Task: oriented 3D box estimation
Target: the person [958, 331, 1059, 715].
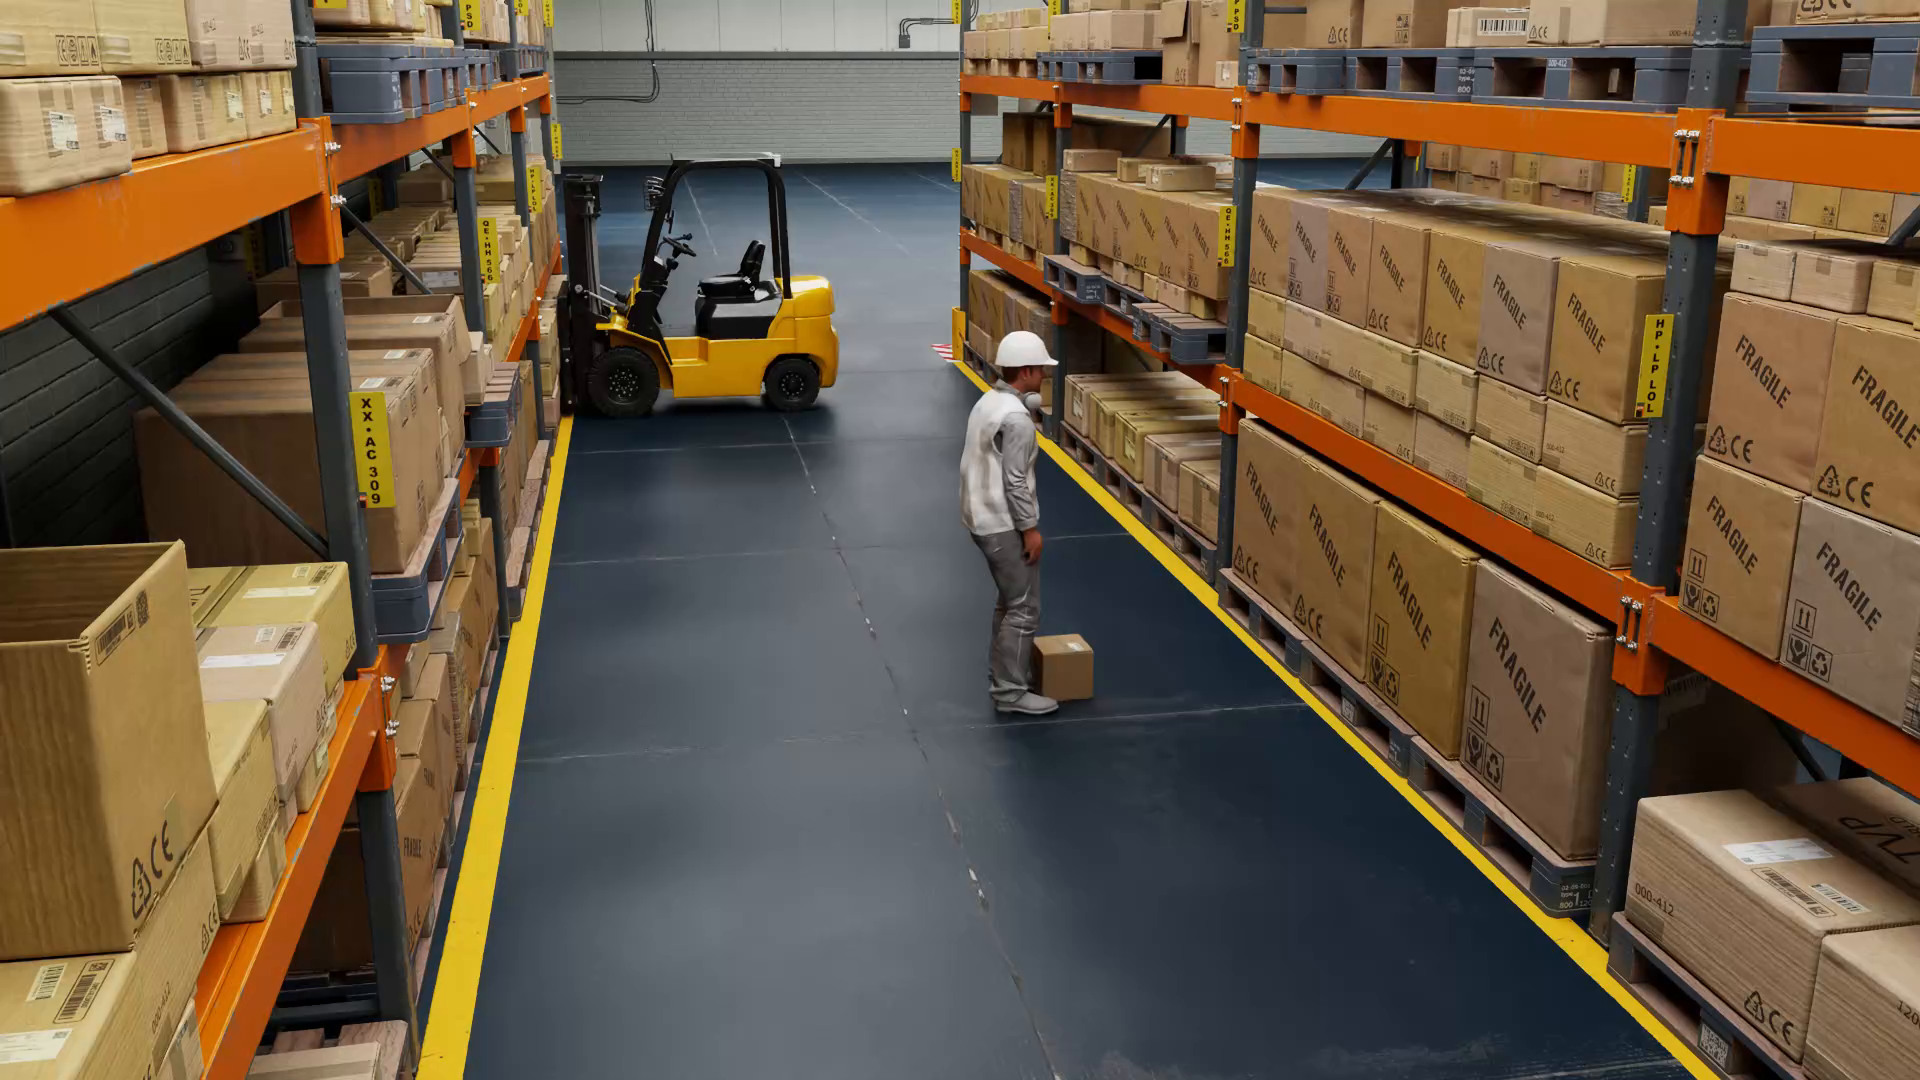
[{"bbox_3d":[0.238,-0.092,7.803,0.474,1.771,0.572,-4,17,-12],"label":"person"}]
